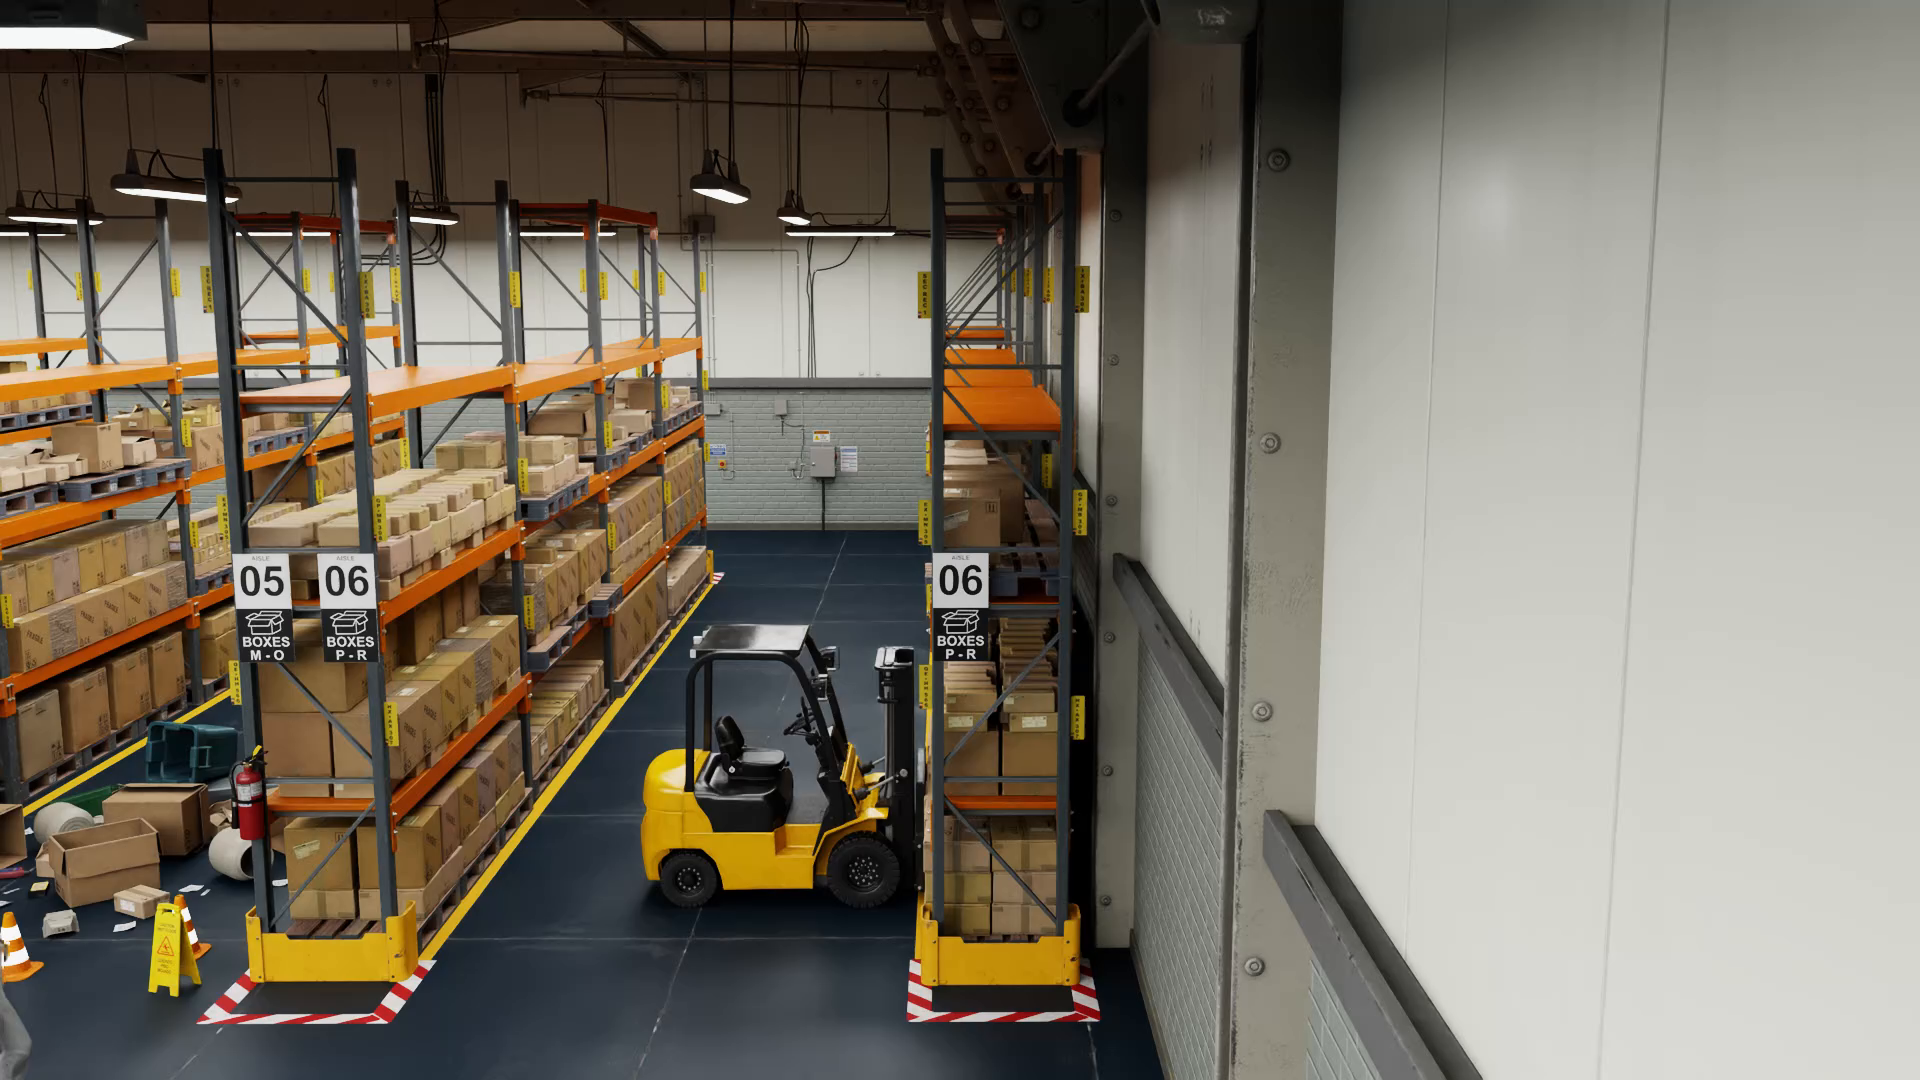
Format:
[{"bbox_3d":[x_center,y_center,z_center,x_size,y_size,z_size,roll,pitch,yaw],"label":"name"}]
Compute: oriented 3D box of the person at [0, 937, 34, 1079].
[{"bbox_3d":[-5.812,2.819,9.838,0.367,1.710,0.531,0,9,0],"label":"person"}]
